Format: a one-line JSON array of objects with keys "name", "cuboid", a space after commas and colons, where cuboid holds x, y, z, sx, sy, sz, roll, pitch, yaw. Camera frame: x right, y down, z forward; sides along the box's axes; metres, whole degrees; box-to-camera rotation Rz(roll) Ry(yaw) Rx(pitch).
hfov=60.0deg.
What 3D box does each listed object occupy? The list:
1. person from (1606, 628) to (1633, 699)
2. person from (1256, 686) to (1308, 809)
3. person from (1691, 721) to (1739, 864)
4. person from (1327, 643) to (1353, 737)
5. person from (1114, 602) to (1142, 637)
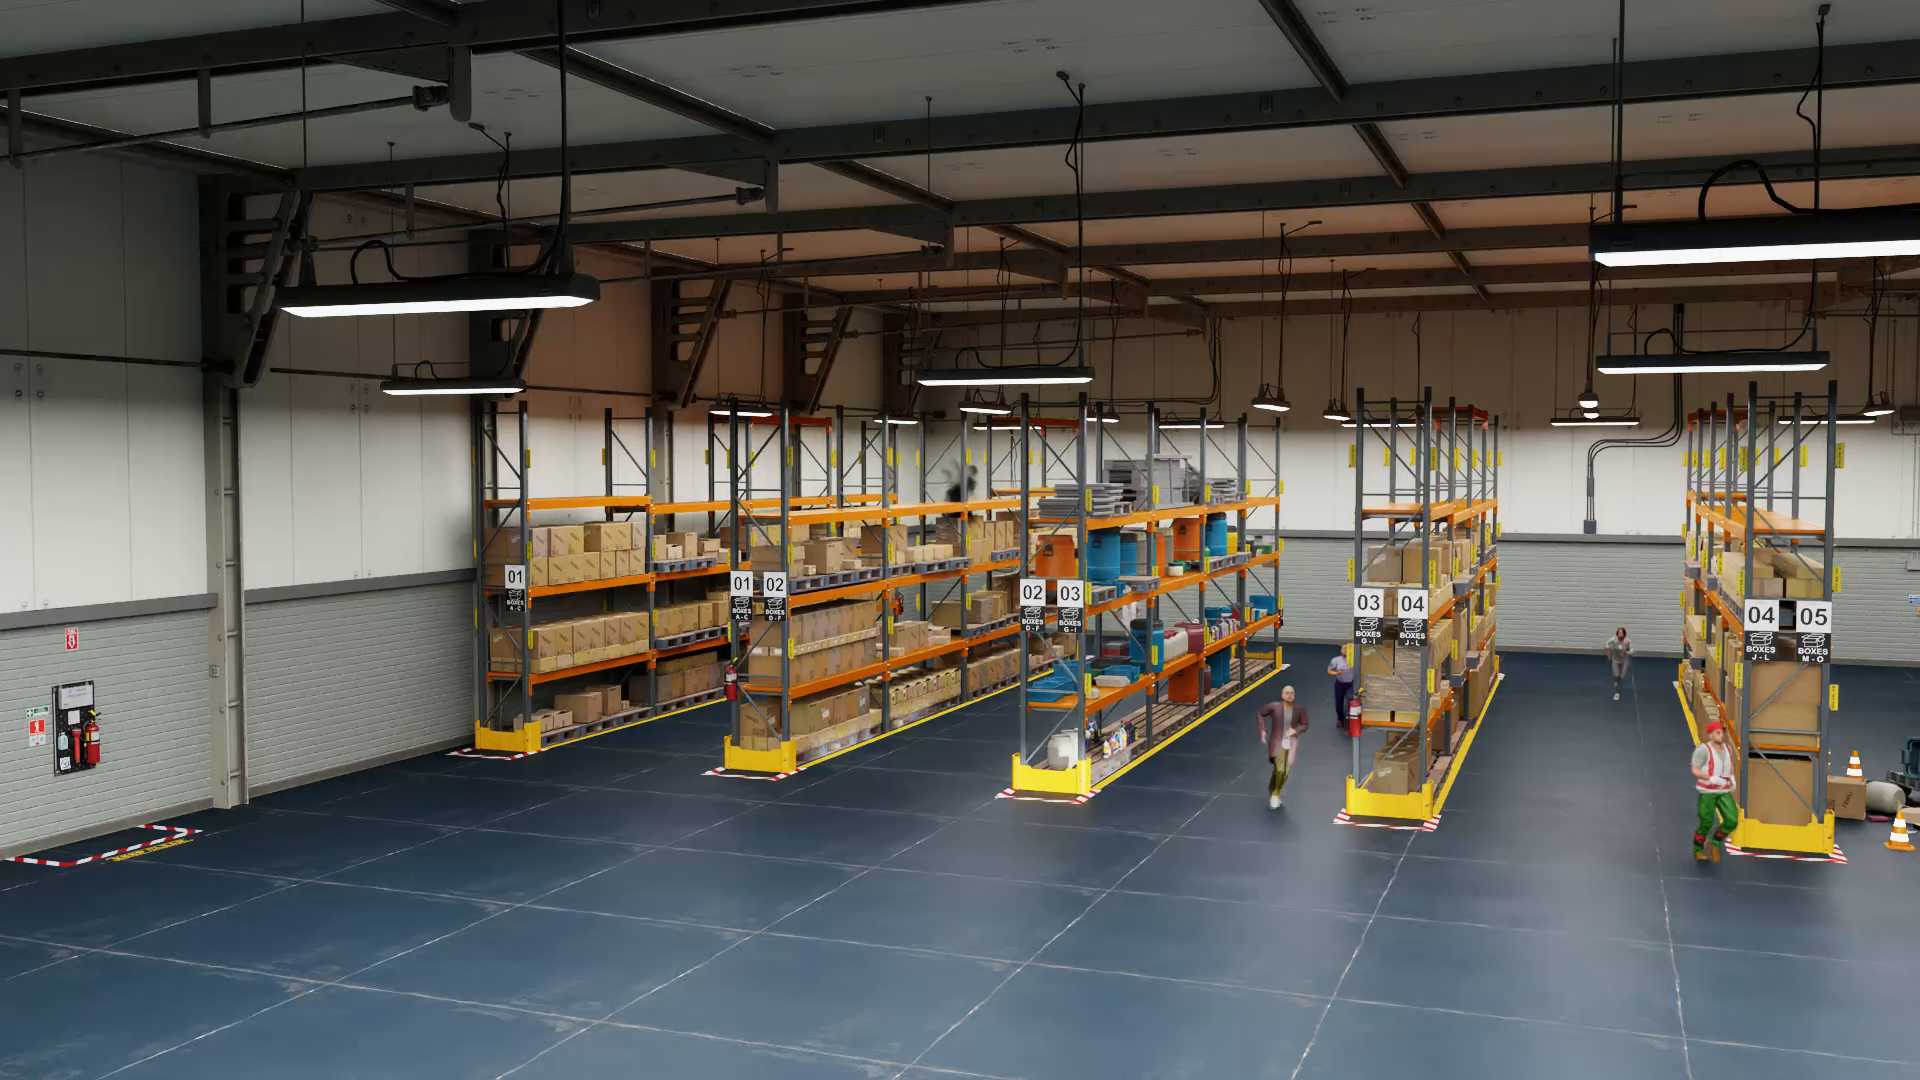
[{"name": "person", "cuboid": [13.700, 2.568, 34.554, 0.525, 1.526, 0.657, 1, 3, 18]}, {"name": "person", "cuboid": [4.652, 2.980, 23.910, 0.686, 1.780, 0.683, 0, 3, -7]}, {"name": "person", "cuboid": [9.334, 3.119, 20.486, 0.677, 1.774, 0.664, 0, 3, -10]}, {"name": "person", "cuboid": [6.989, 2.691, 30.194, 0.637, 1.638, 0.907, 1, 3, 13]}, {"name": "person", "cuboid": [4.213, 2.126, 41.309, 0.660, 1.779, 0.689, -1, 3, -14]}]
